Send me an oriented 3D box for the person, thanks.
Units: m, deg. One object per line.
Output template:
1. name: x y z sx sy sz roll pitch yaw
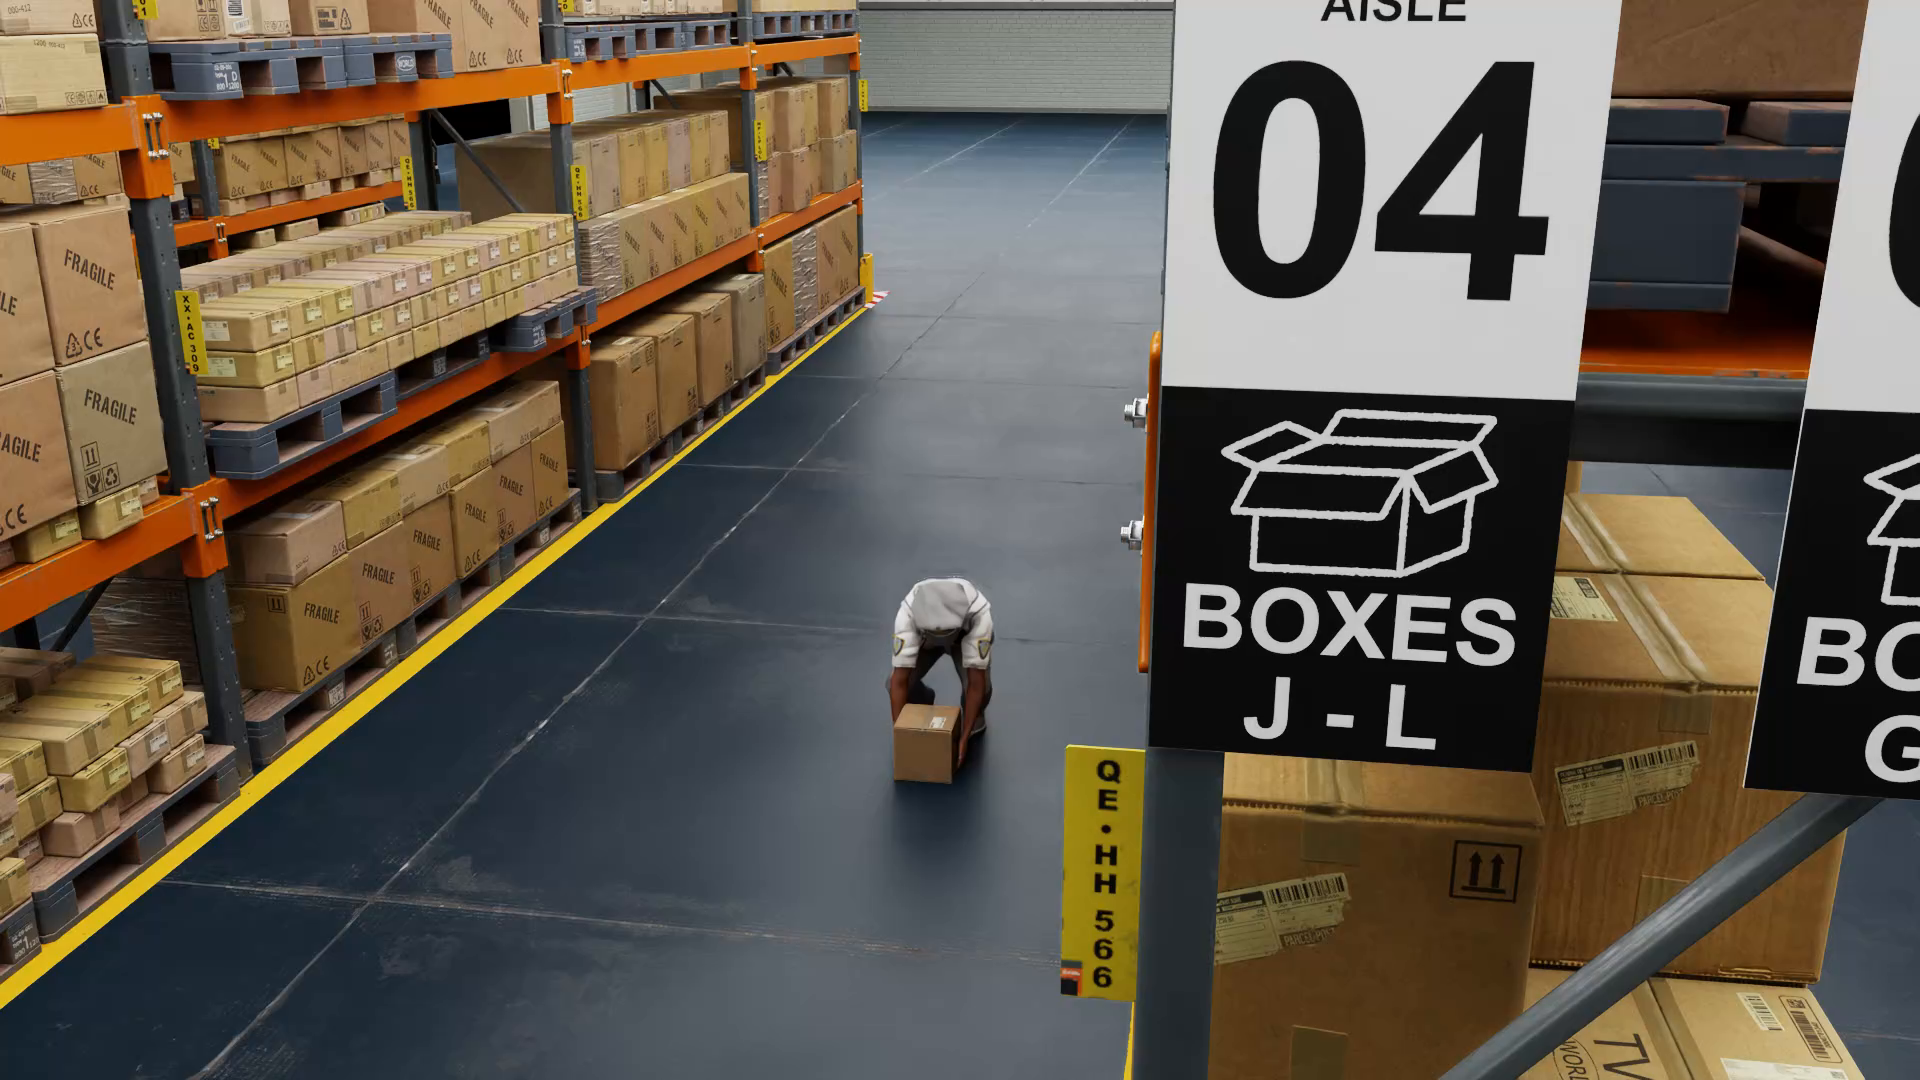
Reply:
1. person: -0.084 0.494 7.377 0.479 0.846 0.868 3 18 9
